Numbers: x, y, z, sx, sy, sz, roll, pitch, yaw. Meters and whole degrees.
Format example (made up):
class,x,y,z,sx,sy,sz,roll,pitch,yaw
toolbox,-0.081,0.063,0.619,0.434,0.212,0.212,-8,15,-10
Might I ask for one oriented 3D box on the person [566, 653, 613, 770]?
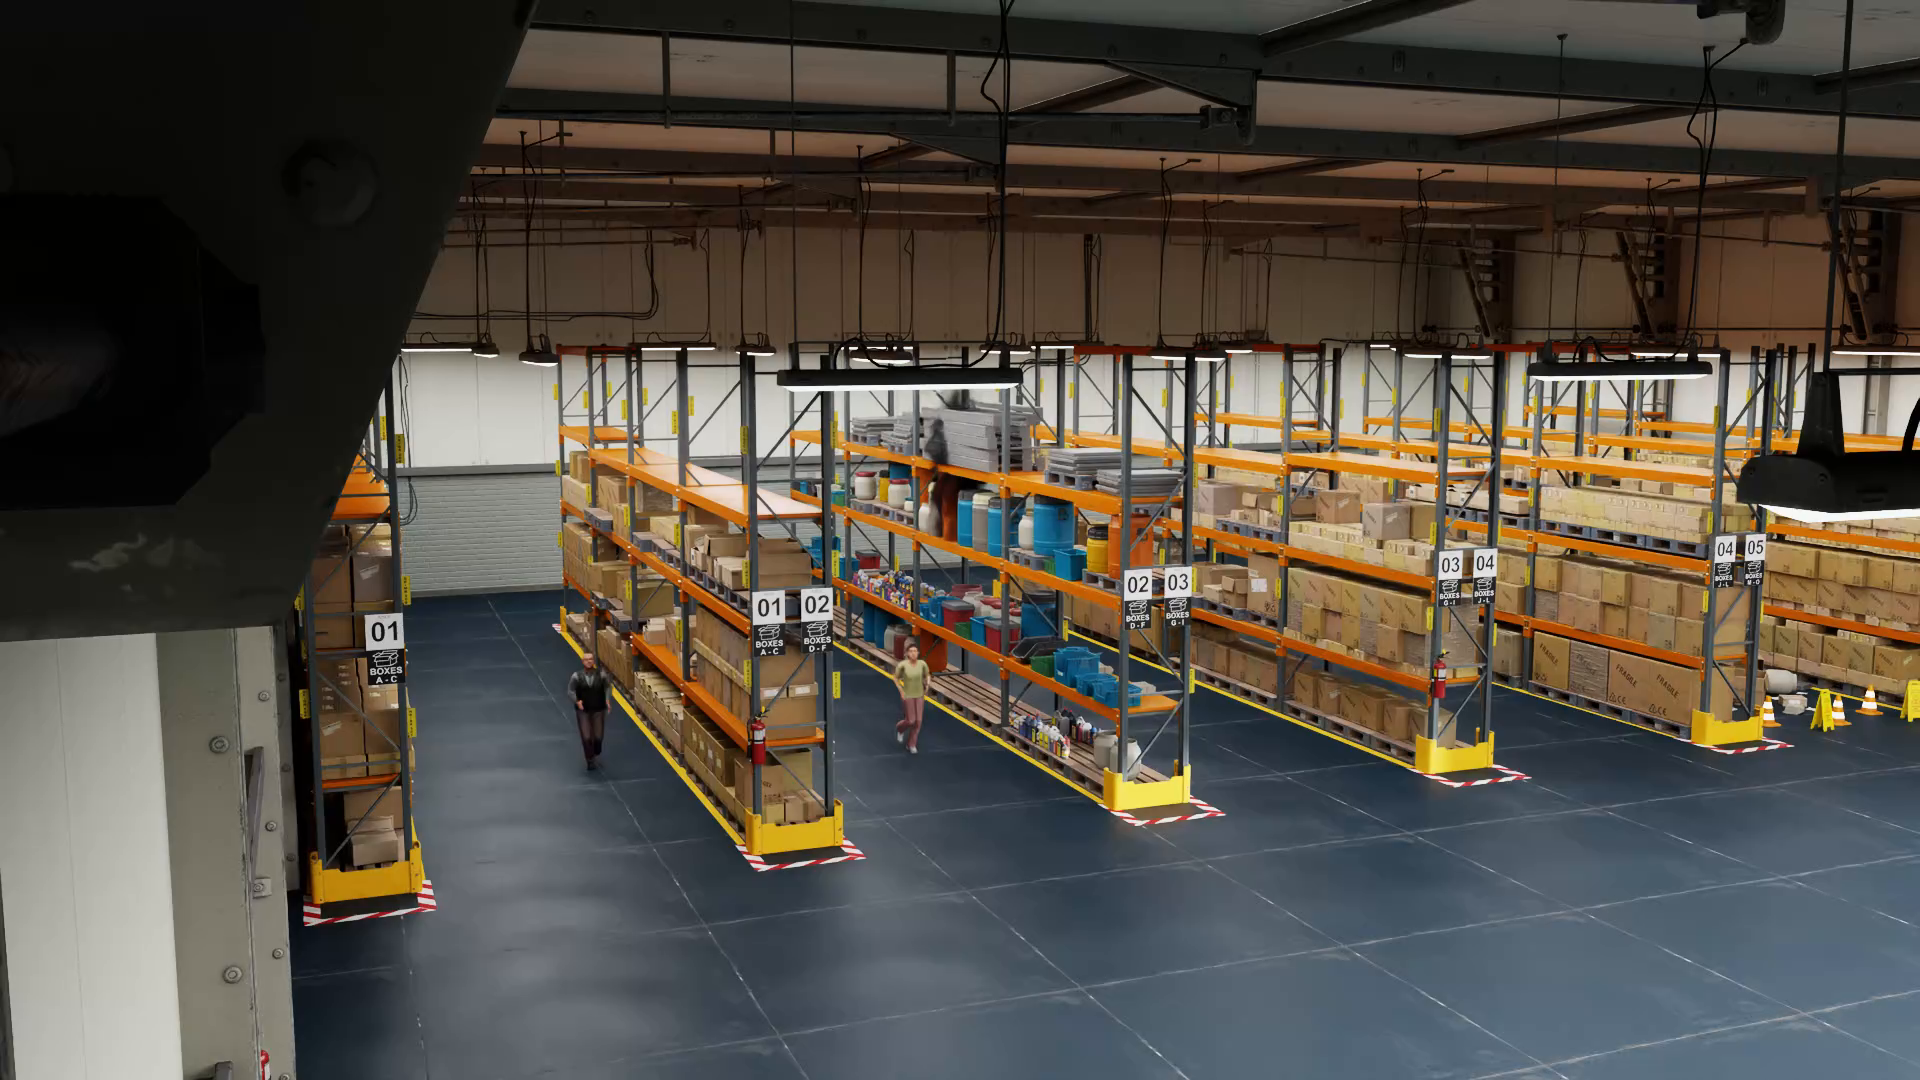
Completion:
class,x,y,z,sx,sy,sz,roll,pitch,yaw
person,-5.344,2.464,24.042,0.661,1.680,0.585,-2,8,-15

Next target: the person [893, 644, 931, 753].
class,x,y,z,sx,sy,sz,roll,pitch,yaw
person,-0.705,2.362,25.004,0.574,1.638,0.583,-2,8,-18
